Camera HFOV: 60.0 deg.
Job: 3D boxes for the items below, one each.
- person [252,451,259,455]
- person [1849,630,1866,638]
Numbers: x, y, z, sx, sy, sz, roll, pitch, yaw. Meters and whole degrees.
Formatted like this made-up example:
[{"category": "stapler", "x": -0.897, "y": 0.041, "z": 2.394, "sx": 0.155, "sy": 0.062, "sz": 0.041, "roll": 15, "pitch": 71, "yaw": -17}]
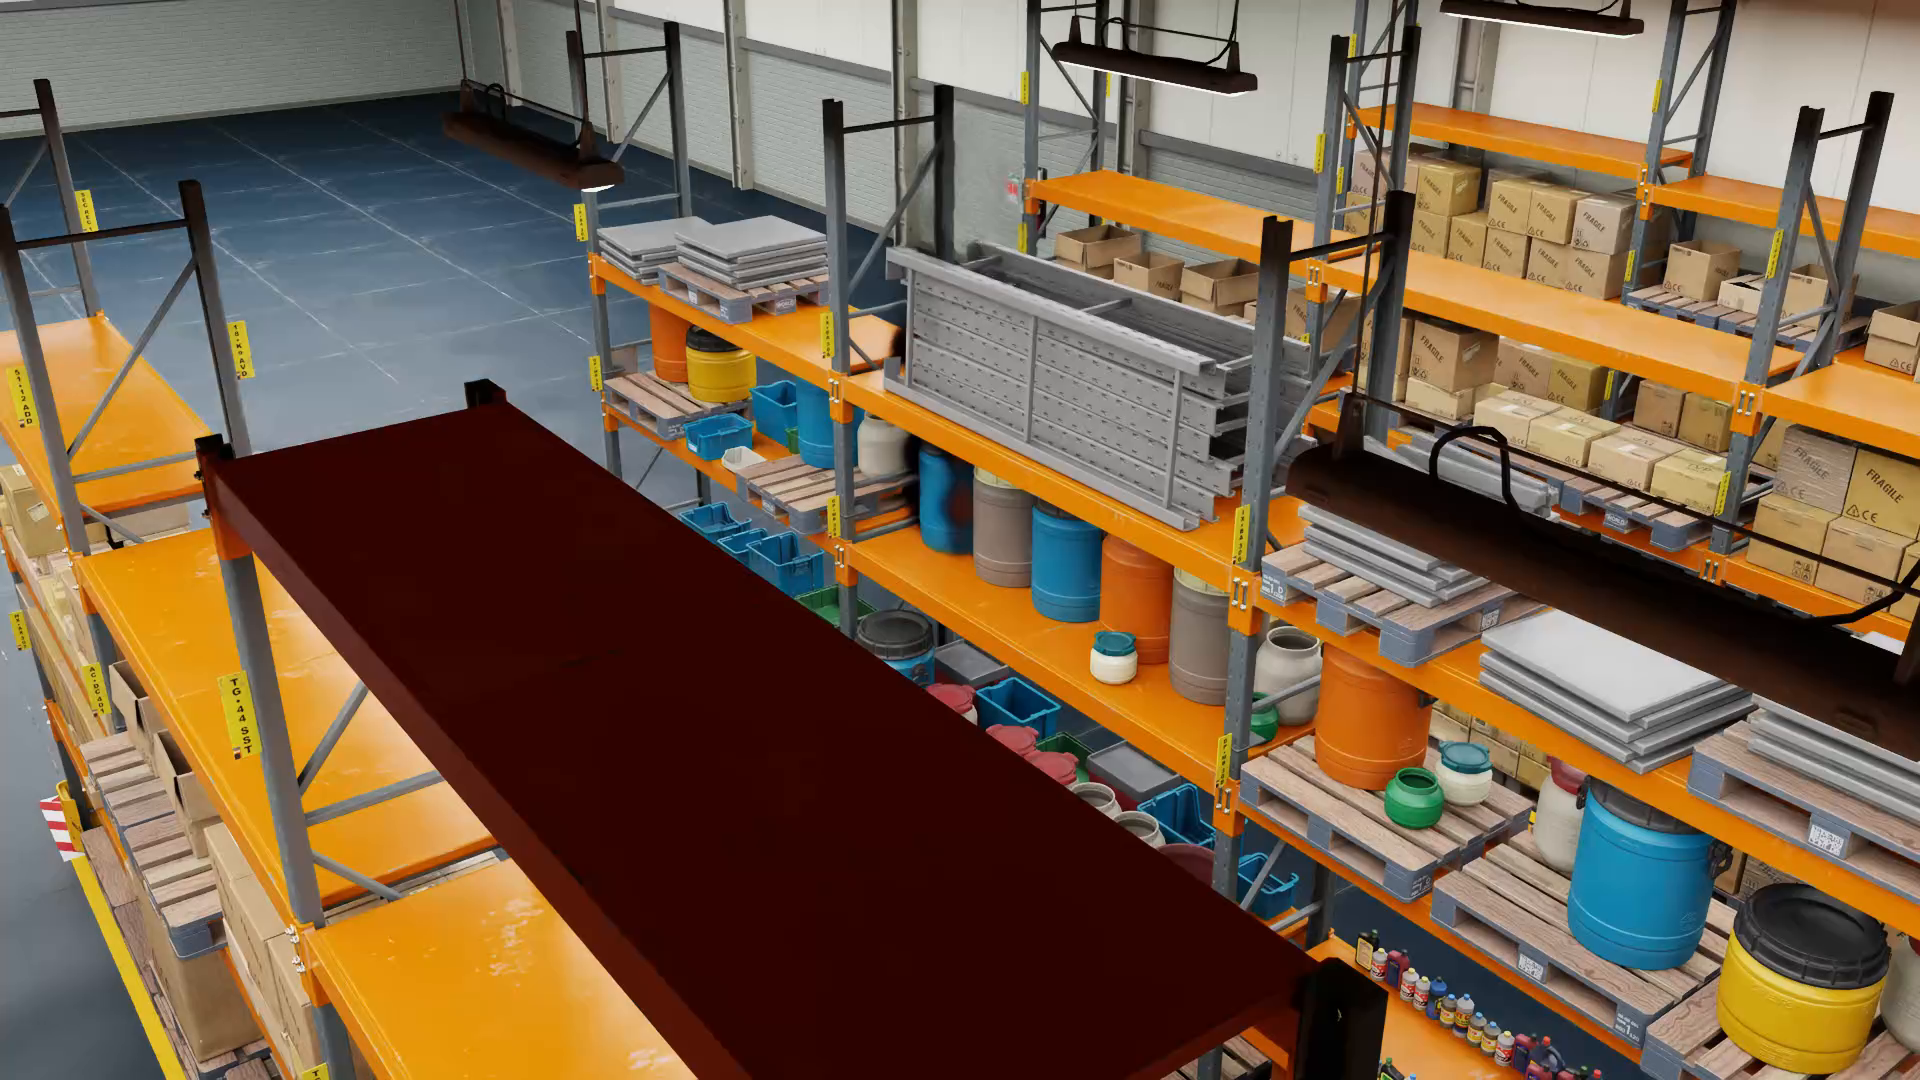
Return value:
[{"category": "person", "x": -7.184, "y": -0.099, "z": 17.107, "sx": 0.629, "sy": 1.740, "sz": 0.641, "roll": -2, "pitch": 25, "yaw": -4}, {"category": "person", "x": 7.309, "y": 1.482, "z": 13.815, "sx": 0.605, "sy": 1.669, "sz": 0.569, "roll": -16, "pitch": 29, "yaw": -30}]
